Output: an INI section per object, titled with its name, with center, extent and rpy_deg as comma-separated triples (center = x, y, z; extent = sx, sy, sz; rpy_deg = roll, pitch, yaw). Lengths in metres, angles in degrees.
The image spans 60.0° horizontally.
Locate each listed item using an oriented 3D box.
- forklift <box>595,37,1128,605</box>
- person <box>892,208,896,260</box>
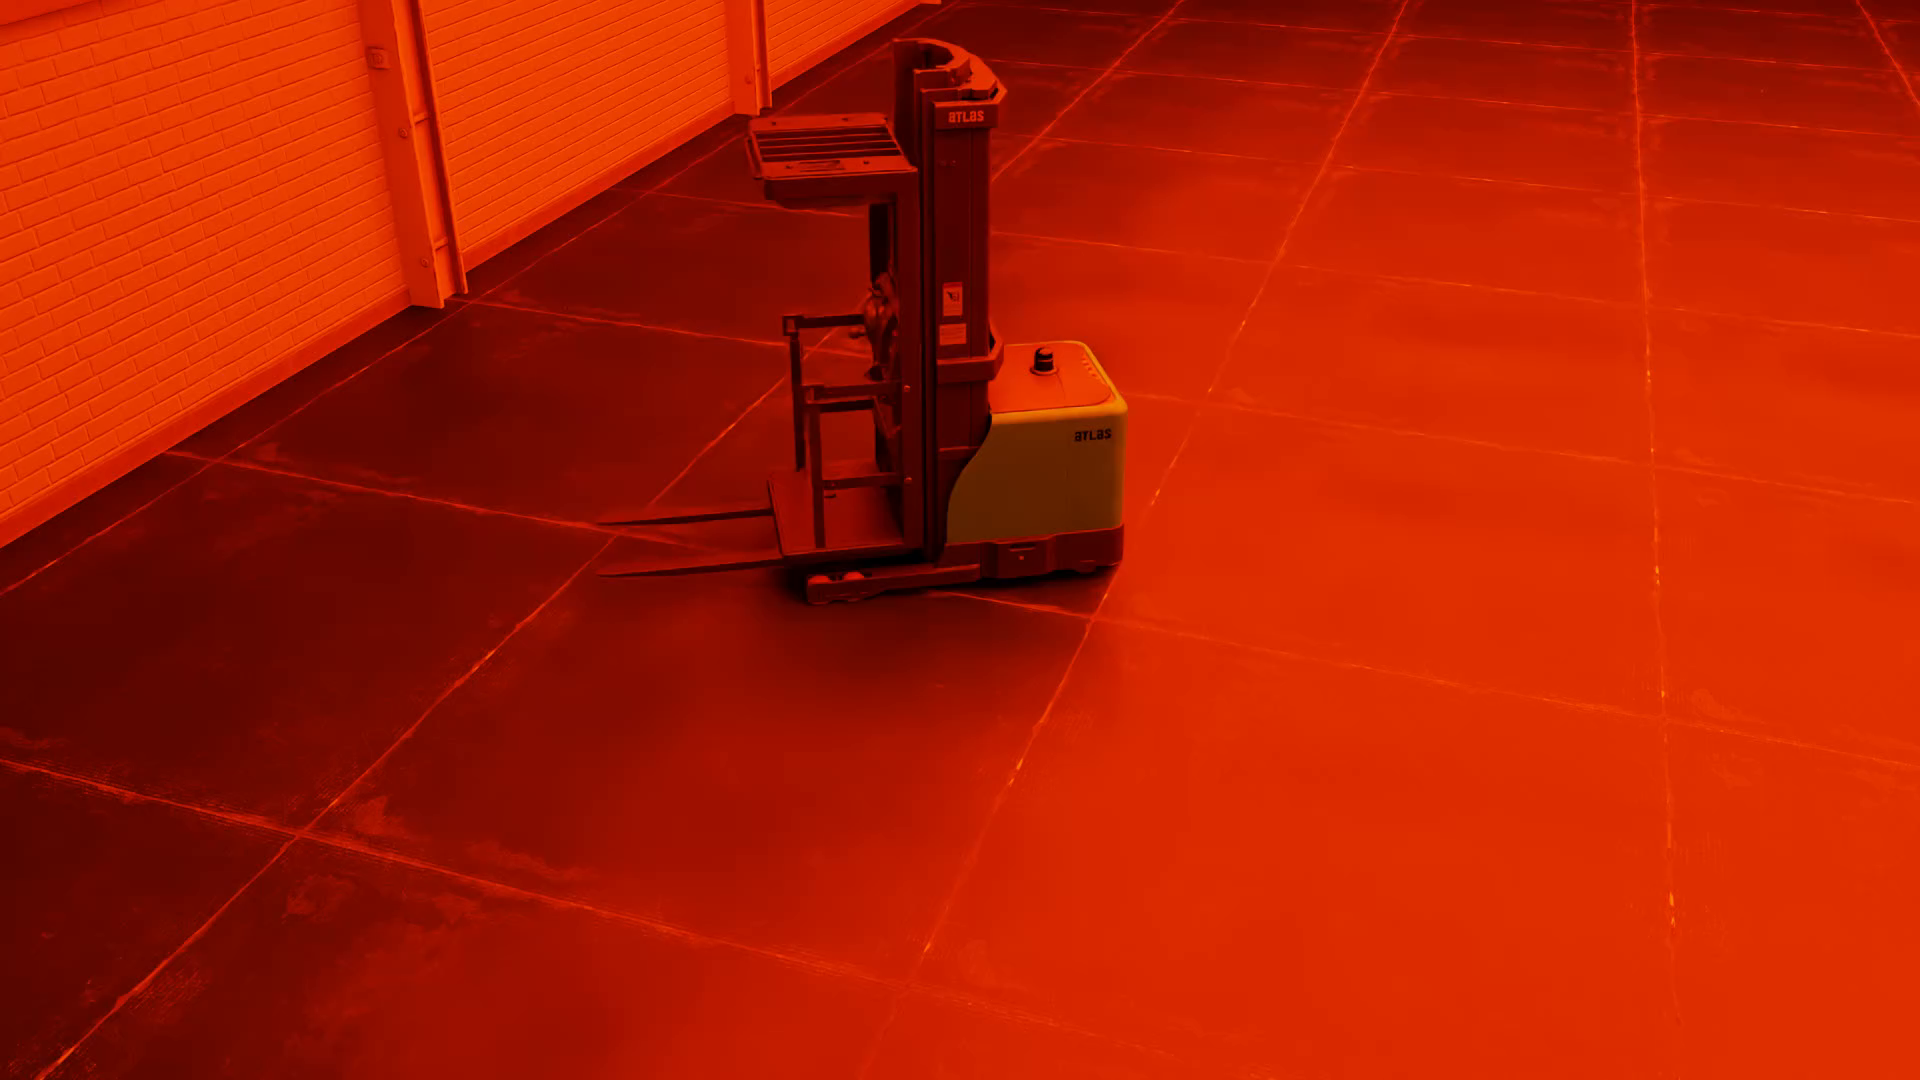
[forklift]
center = -0.616, -1.188, 9.220
extent = 3.031, 2.935, 1.130
rpy_deg = -5, 30, -10
[person]
center = -0.252, -2.177, 12.376
extent = 0.514, 1.627, 0.490
rpy_deg = -1, 30, -2
